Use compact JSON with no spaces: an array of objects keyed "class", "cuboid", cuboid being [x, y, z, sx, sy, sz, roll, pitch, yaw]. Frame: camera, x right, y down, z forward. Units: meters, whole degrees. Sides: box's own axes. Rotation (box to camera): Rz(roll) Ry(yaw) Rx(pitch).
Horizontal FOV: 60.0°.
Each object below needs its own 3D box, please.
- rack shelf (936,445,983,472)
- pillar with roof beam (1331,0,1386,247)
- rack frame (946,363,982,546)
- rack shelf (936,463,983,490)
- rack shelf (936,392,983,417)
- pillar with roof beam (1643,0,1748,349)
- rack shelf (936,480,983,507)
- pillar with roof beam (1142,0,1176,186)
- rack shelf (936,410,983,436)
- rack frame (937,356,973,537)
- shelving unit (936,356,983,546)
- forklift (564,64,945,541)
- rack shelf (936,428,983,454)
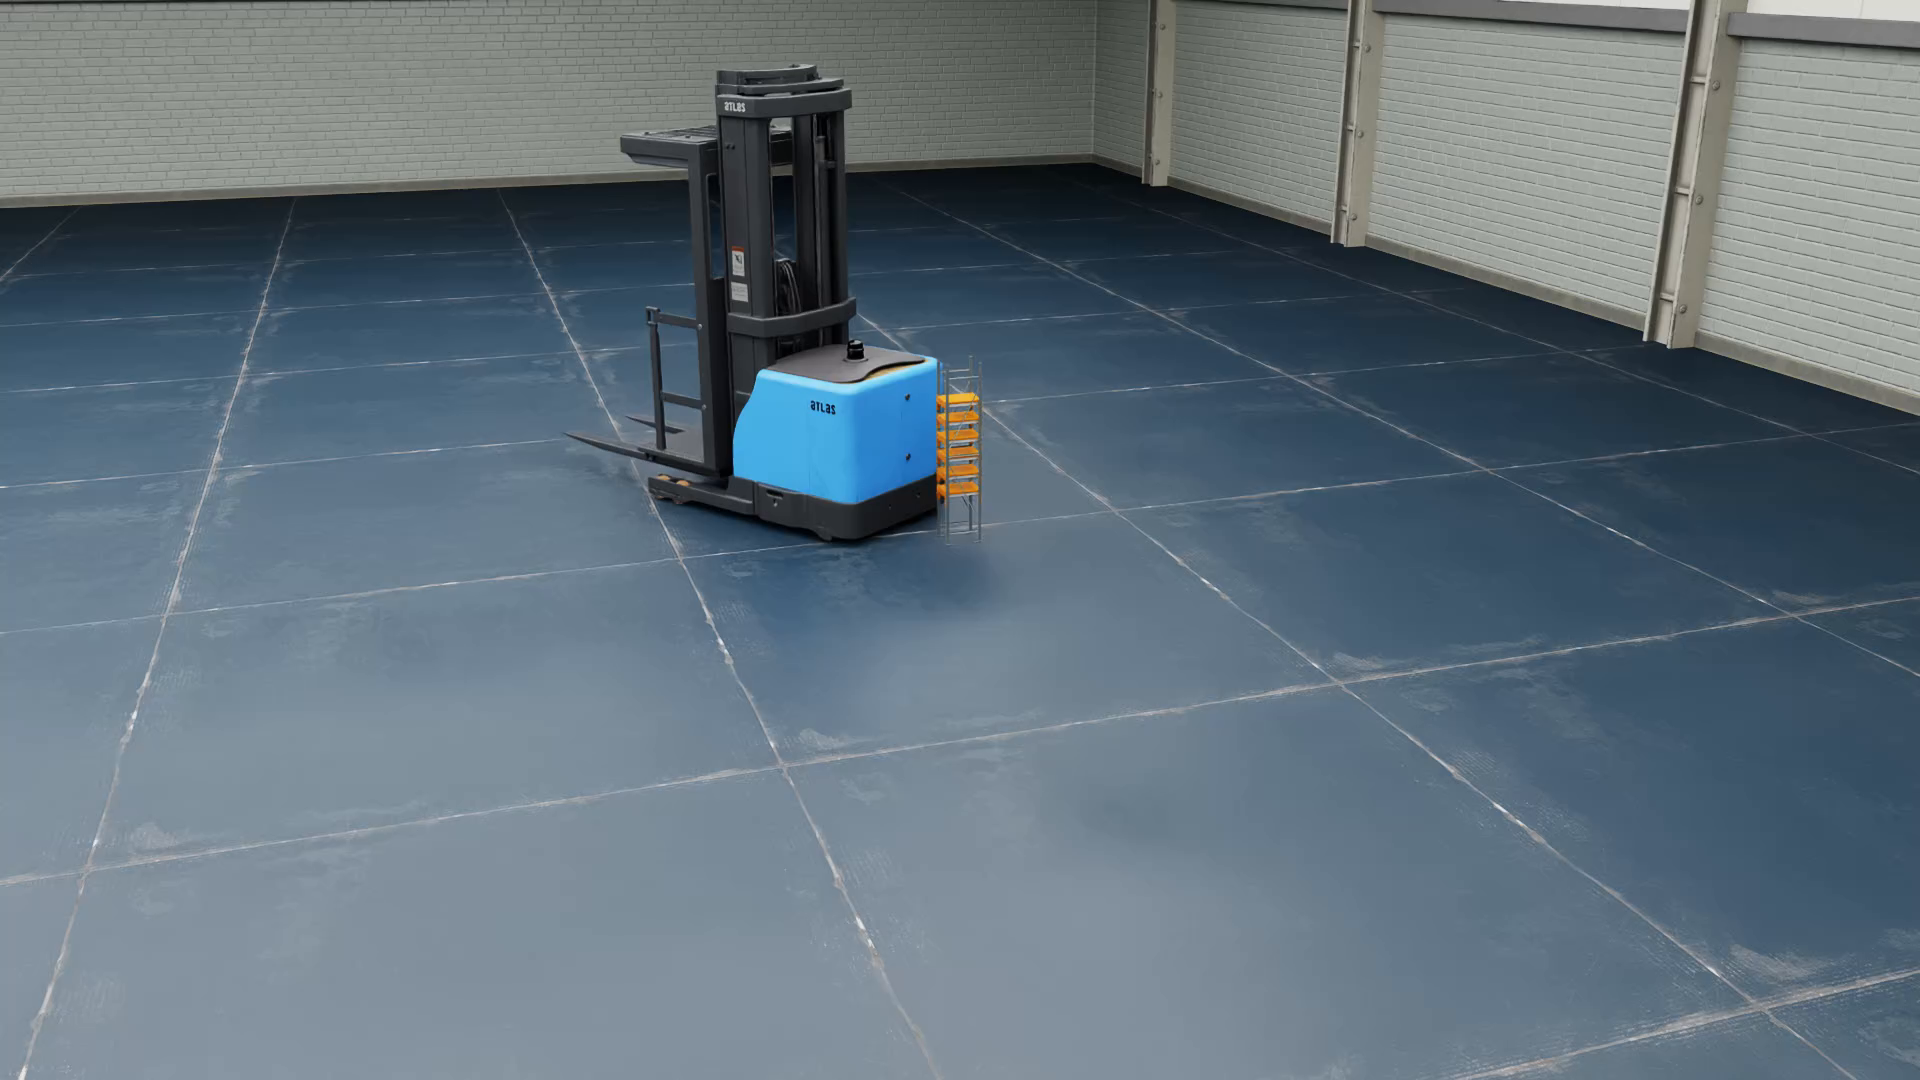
[{"class":"rack shelf","cuboid":[-0.005,-0.528,10.742,0.258,0.103,0.180,-6,21,-17]},{"class":"pillar with roof beam","cuboid":[0.970,-7.630,18.848,9.100,9.000,0.400,-6,21,-17]},{"class":"rack frame","cuboid":[0.024,-0.540,10.645,0.240,1.200,0.006,-6,21,-17]},{"class":"rack shelf","cuboid":[-0.005,-0.415,10.782,0.258,0.103,0.180,-6,21,-17]},{"class":"rack shelf","cuboid":[-0.005,-0.866,10.620,0.258,0.103,0.180,-6,21,-17]},{"class":"pillar with roof beam","cuboid":[2.856,-5.705,13.488,9.100,9.000,0.400,-6,21,-17]},{"class":"rack shelf","cuboid":[-0.005,-0.302,10.823,0.258,0.103,0.180,-6,21,-17]},{"class":"pillar with roof beam","cuboid":[-0.916,-9.556,24.209,9.100,9.000,0.400,-6,21,-17]},{"class":"rack shelf","cuboid":[-0.005,-0.753,10.660,0.258,0.103,0.180,-6,21,-17]},{"class":"rack frame","cuboid":[-0.033,-0.599,10.808,0.240,1.200,0.006,-6,21,-17]},{"class":"shelving unit","cuboid":[-0.005,-0.569,10.727,0.258,1.200,0.189,-6,21,-17]},{"class":"forklift","cuboid":[-1.573,-1.753,11.461,3.031,2.935,1.130,15,24,35]},{"class":"rack shelf","cuboid":[-0.005,-0.640,10.701,0.258,0.103,0.180,-6,21,-17]}]
